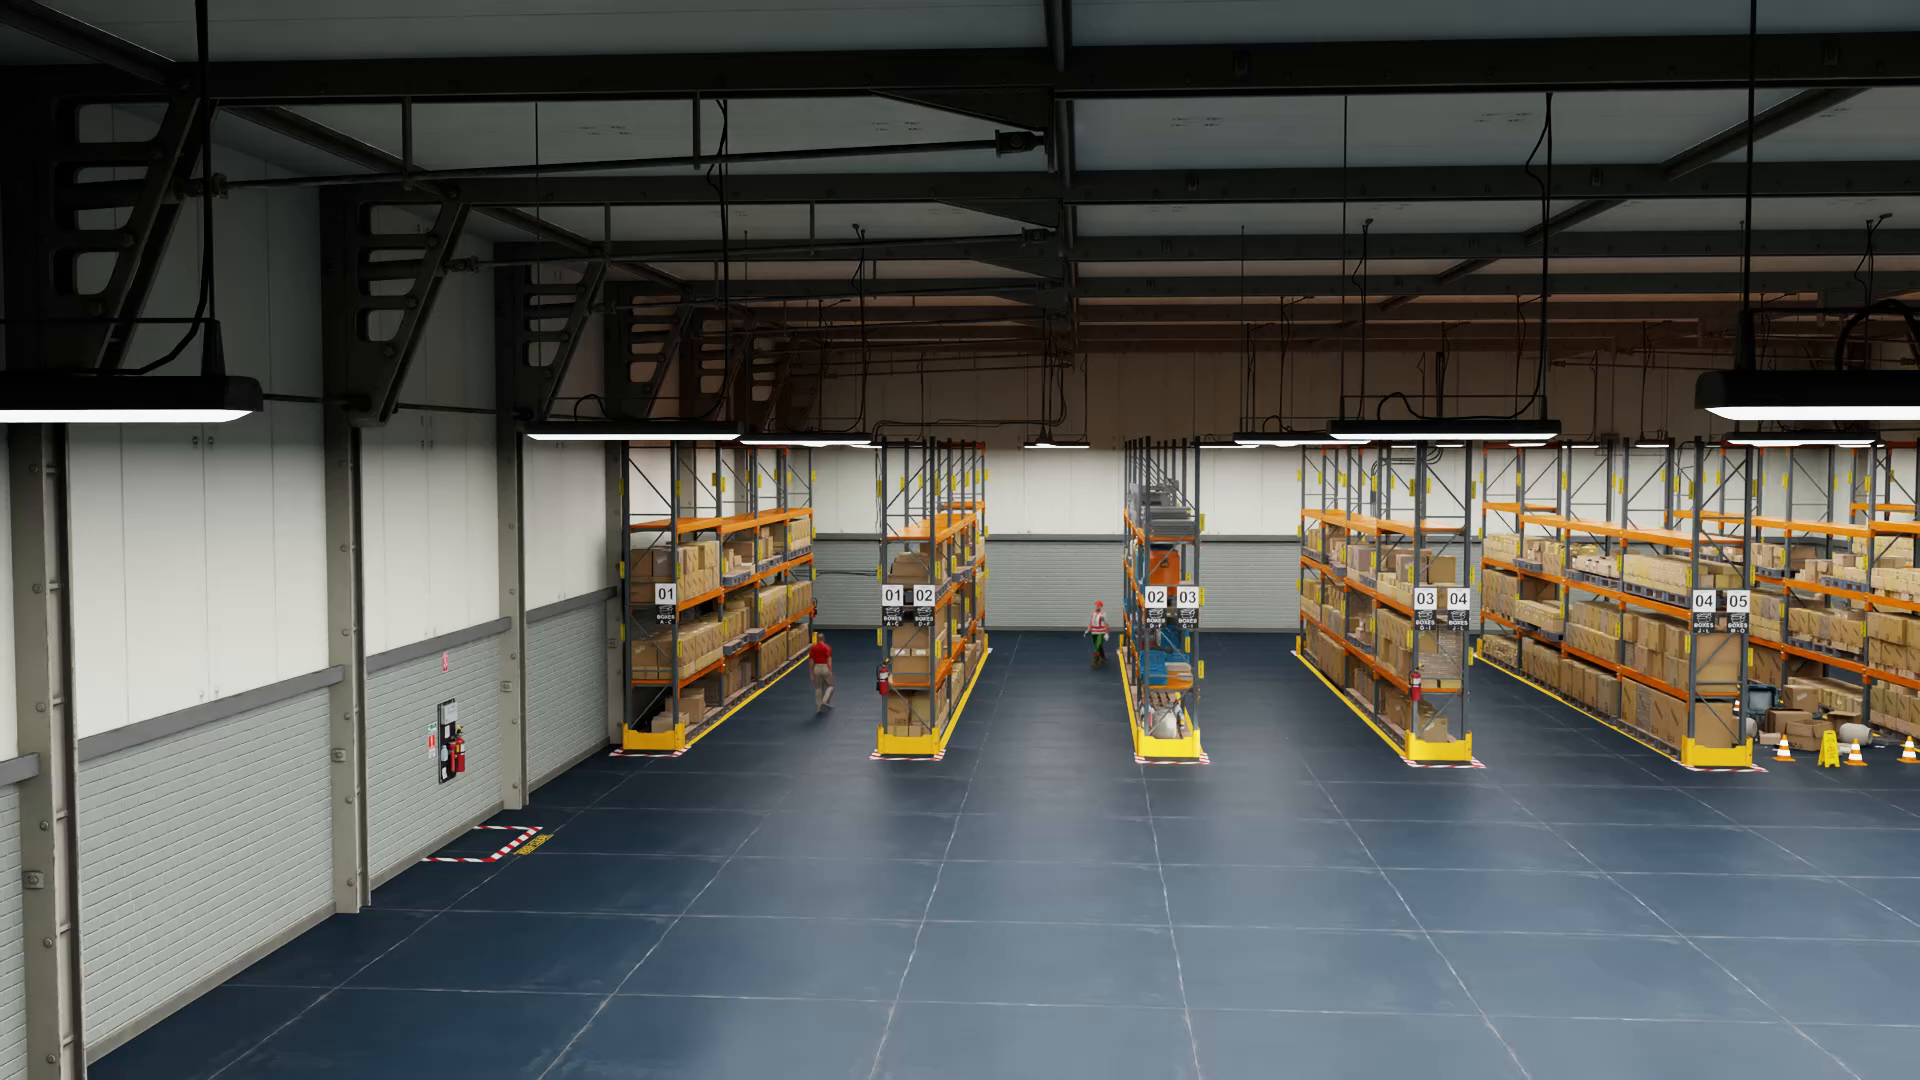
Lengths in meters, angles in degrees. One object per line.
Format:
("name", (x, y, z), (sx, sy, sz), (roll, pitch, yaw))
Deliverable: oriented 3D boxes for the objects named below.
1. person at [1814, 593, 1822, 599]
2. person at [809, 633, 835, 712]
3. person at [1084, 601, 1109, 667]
("person", (24.167, 2.444, 46.788), (1.043, 1.542, 0.599), (0, 3, 0))
("person", (-3.033, 2.907, 36.465), (0.593, 1.715, 0.493), (1, 3, 15))
("person", (3.661, 2.479, 44.210), (0.621, 1.733, 1.133), (2, 4, 33))
